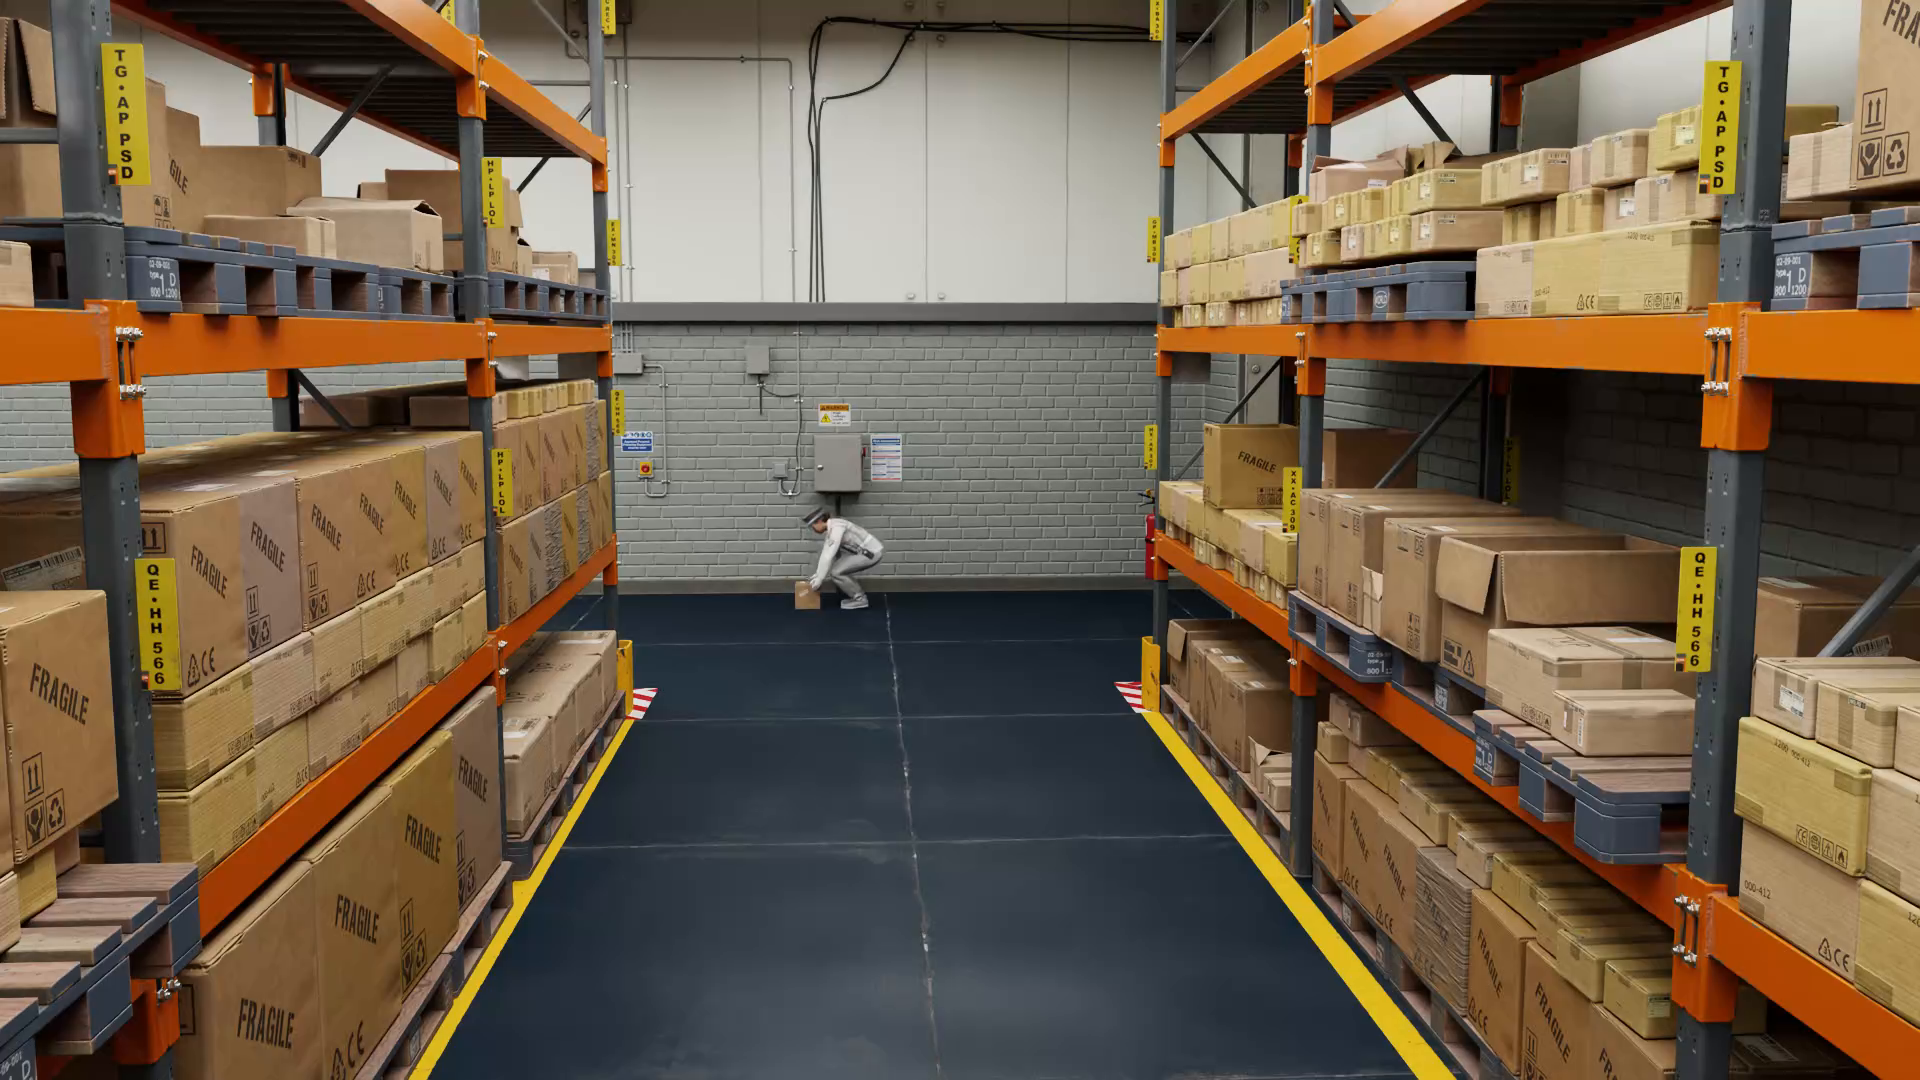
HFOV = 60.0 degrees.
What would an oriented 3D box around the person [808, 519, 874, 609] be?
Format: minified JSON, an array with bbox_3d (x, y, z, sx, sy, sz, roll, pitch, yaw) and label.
[{"bbox_3d":[-1.166,0.238,16.910,0.760,0.917,0.501,0,7,-4],"label":"person"}]
